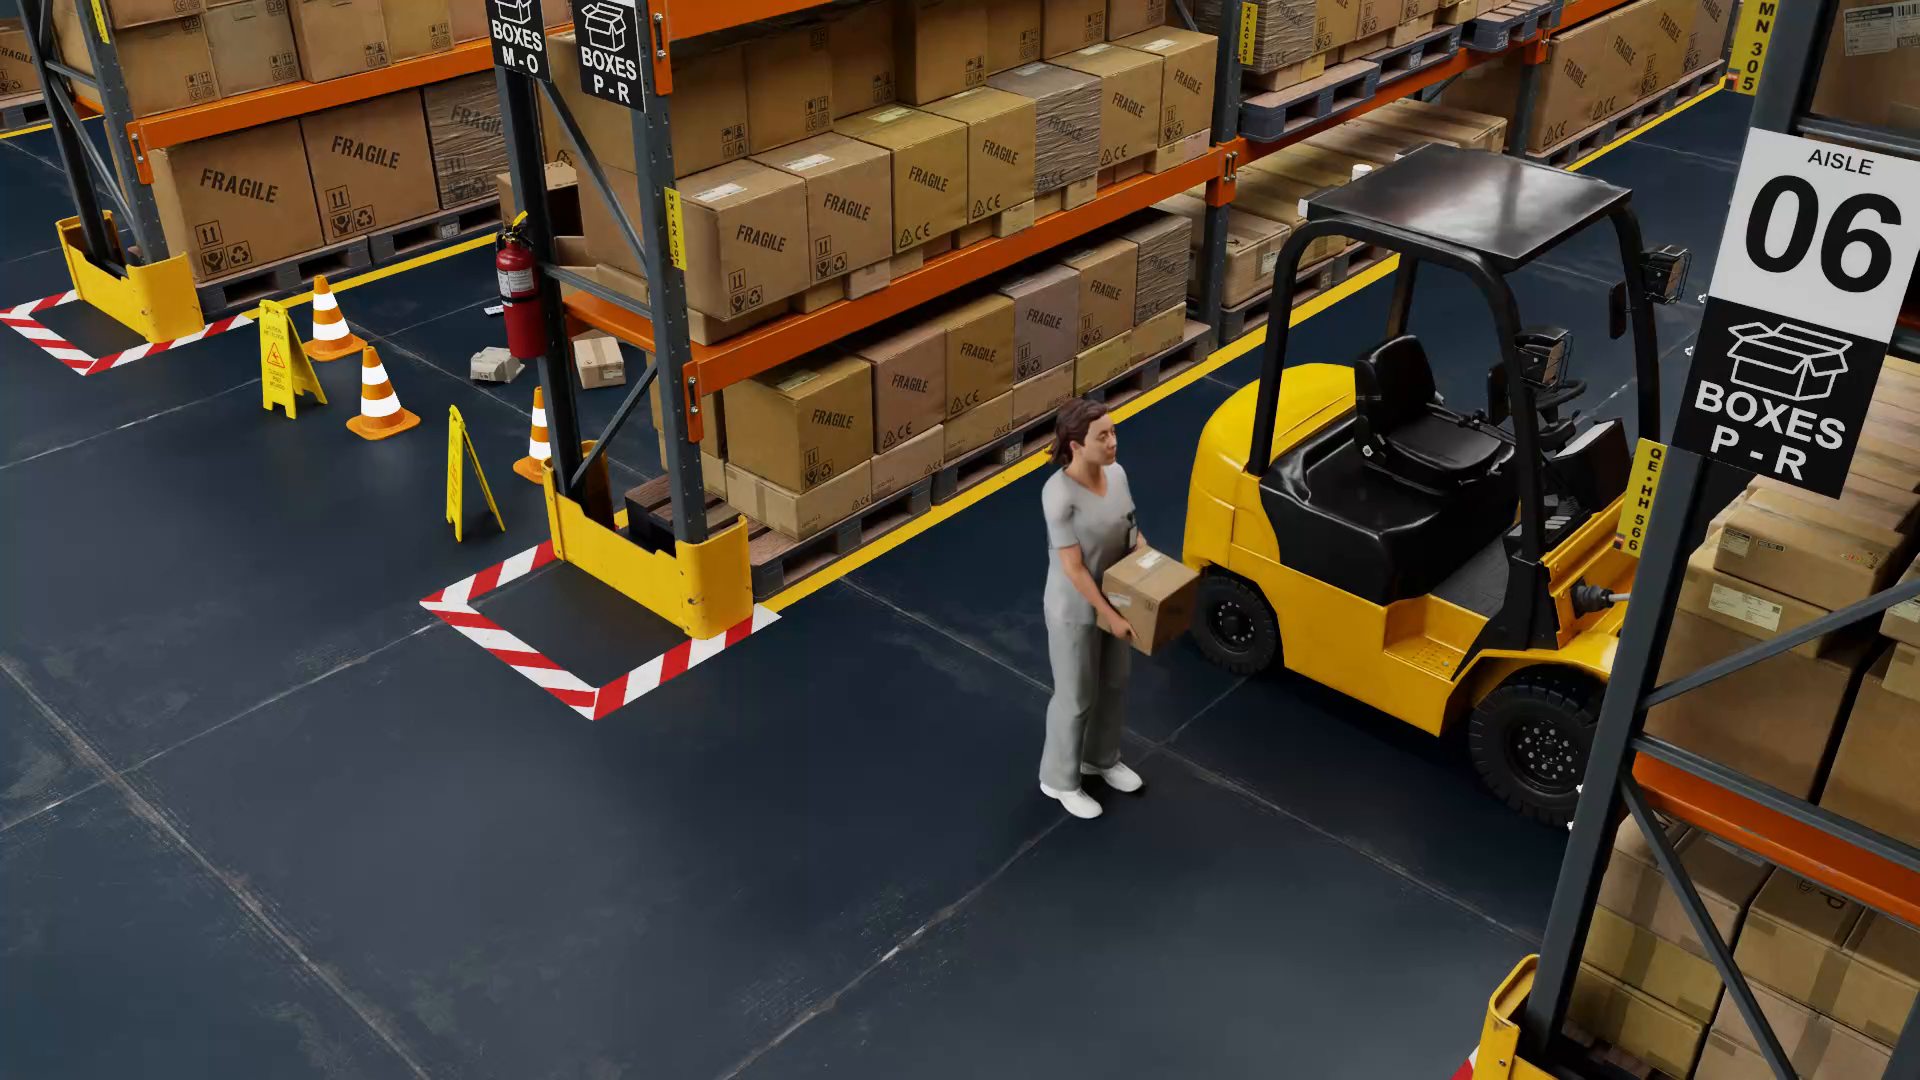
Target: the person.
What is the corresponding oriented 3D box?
[{"bbox_3d":[0.535,0.237,6.225,0.544,1.602,0.445,25,39,35],"label":"person"}]
